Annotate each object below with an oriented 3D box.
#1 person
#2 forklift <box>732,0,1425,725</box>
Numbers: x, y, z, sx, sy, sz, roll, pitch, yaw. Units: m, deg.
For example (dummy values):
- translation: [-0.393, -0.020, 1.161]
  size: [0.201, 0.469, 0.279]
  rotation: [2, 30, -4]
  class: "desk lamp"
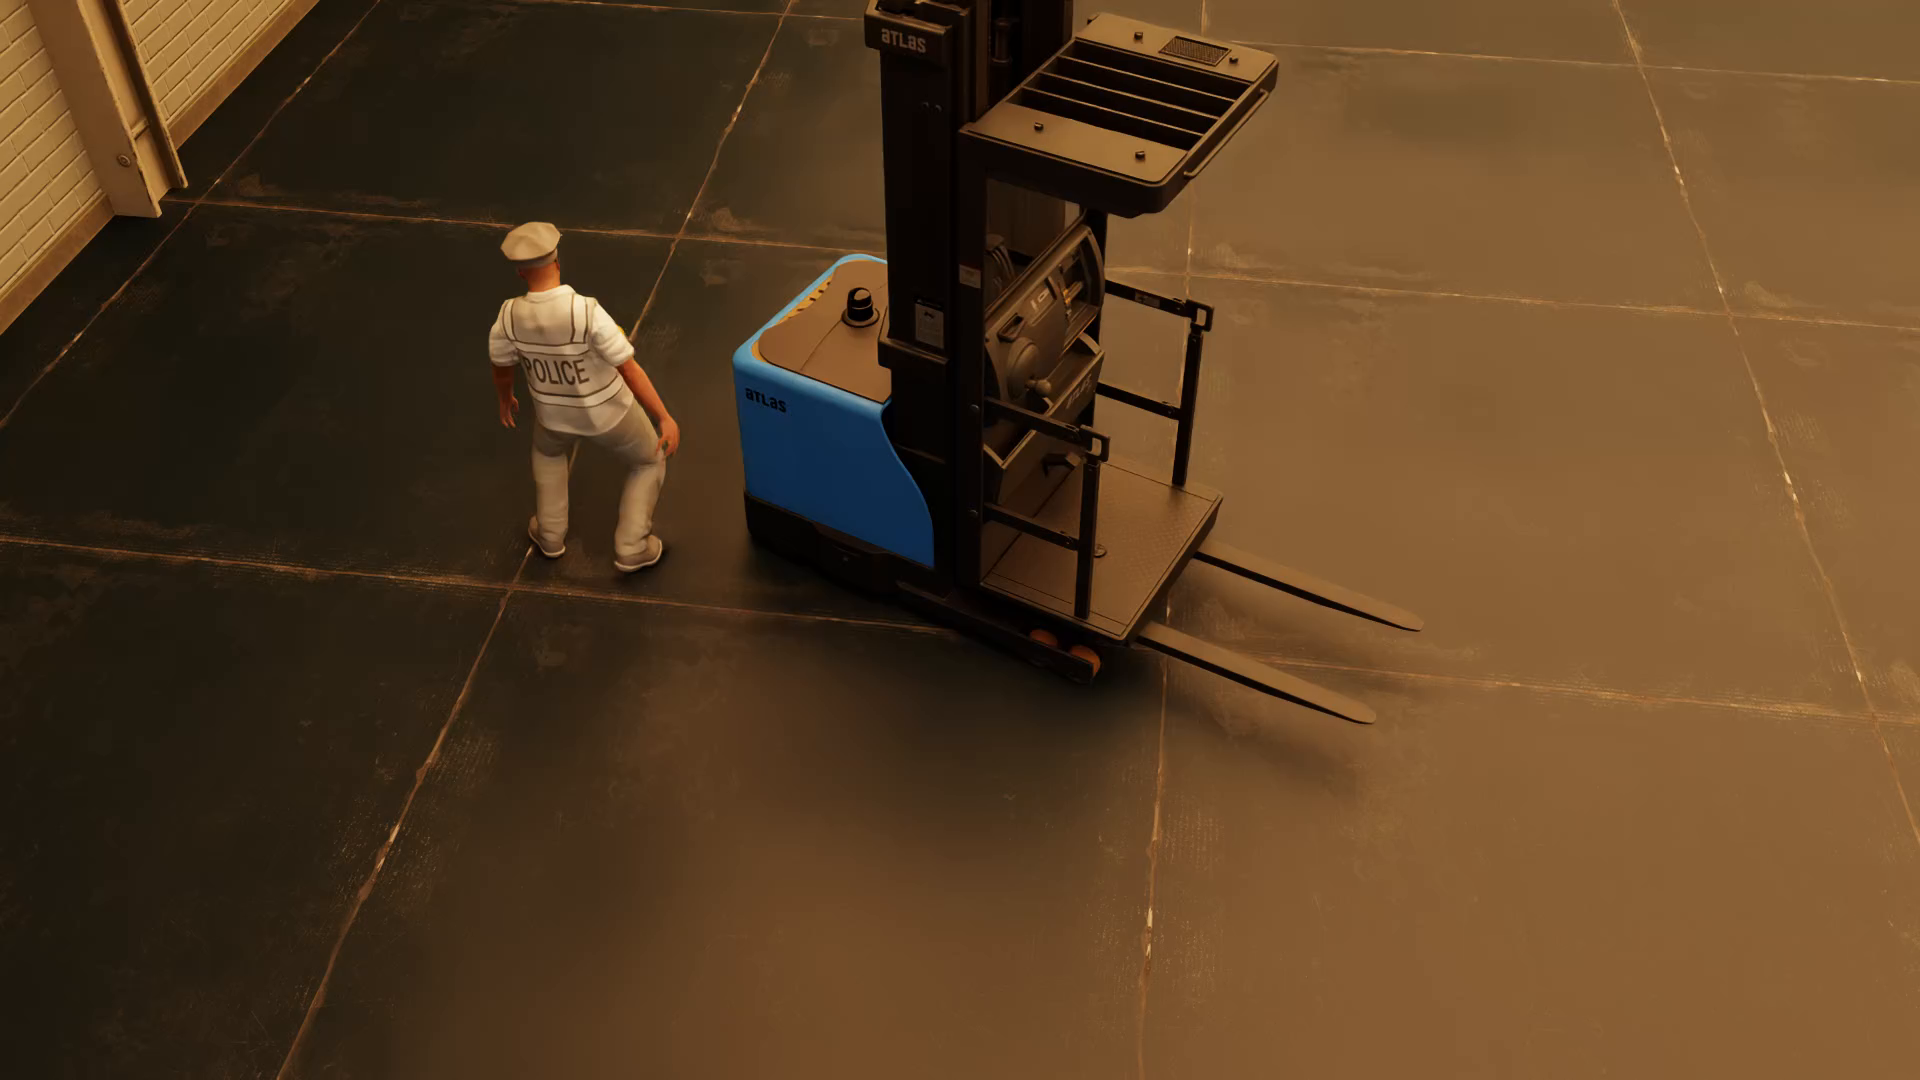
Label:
- translation: [-1.642, -0.573, 7.291]
  size: [0.897, 1.671, 0.505]
  rotation: [9, 43, 10]
  class: "person"
- translation: [0.529, -0.874, 6.675]
  size: [3.031, 2.935, 1.130]
  rotation: [21, 47, 22]
  class: "forklift"
